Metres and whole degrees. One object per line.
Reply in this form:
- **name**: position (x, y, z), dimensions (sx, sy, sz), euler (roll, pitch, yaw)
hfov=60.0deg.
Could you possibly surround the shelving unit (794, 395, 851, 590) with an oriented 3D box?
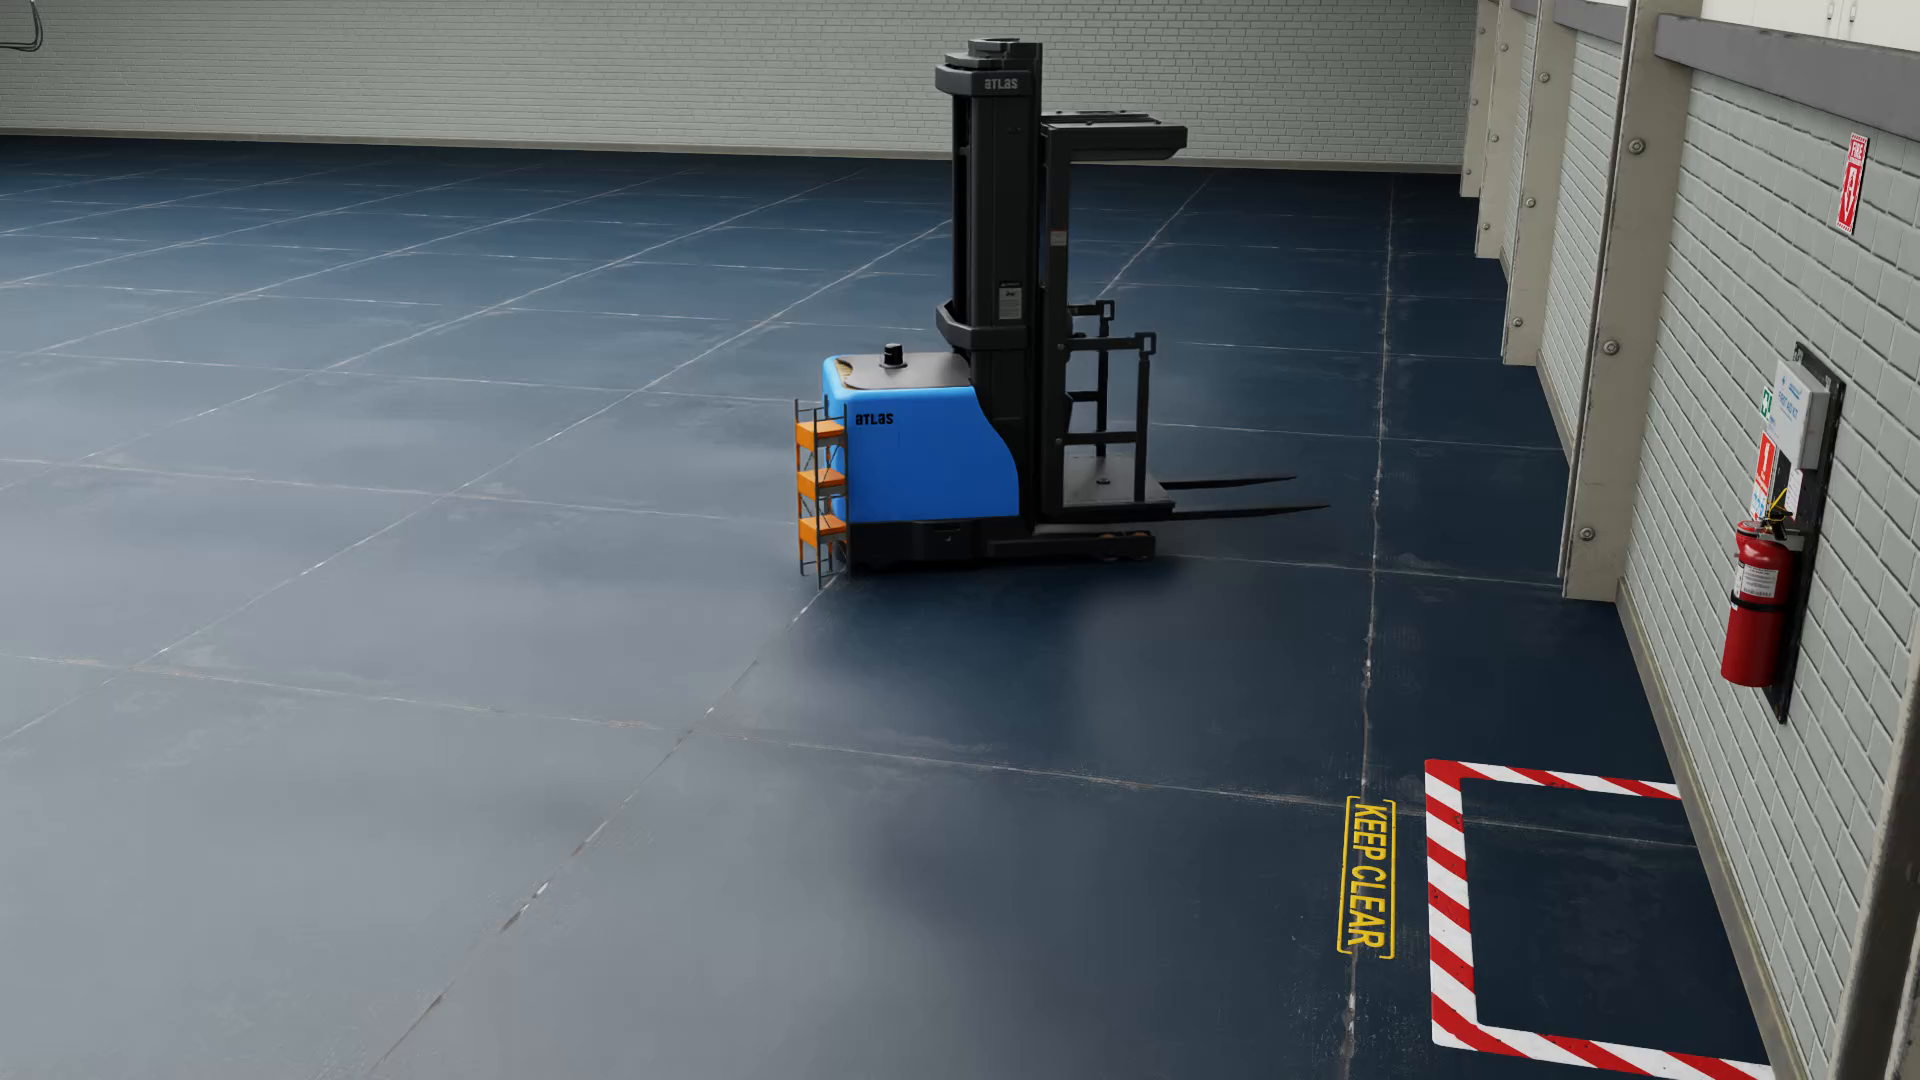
- **shelving unit**: position (-0.771, -0.268, 9.349), dimensions (0.215, 1.050, 0.252), euler (-10, 21, -28)

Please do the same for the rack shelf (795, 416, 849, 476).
- **rack shelf**: position (-0.771, -0.527, 9.260), dimensions (0.215, 0.259, 0.240), euler (-10, 21, -28)

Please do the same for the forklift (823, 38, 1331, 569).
- **forklift**: position (0.714, -1.421, 9.813), dimensions (3.031, 2.935, 1.130), euler (-3, 19, -8)

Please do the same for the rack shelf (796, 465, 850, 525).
- **rack shelf**: position (-0.771, -0.258, 9.352), dimensions (0.215, 0.259, 0.240), euler (-10, 21, -28)

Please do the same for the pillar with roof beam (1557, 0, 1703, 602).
- **pillar with roof beam**: position (-0.622, -4.327, 8.935), dimensions (9.100, 9.000, 0.400), euler (5, 19, 13)

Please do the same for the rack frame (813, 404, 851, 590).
- **rack frame**: position (-0.710, -0.234, 9.248), dimensions (0.200, 1.050, 0.008), euler (-10, 21, -28)

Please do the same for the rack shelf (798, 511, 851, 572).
- **rack shelf**: position (-0.771, 0.005, 9.442), dimensions (0.215, 0.259, 0.240), euler (-10, 21, -28)

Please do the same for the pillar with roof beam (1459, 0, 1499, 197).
- **pillar with roof beam**: position (3.776, -9.969, 25.453), dimensions (9.100, 9.000, 0.400), euler (5, 19, 13)

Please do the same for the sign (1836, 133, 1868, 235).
- **sign**: position (2.826, -1.131, 5.272), dimensions (0.001, 0.298, 0.199), euler (5, 19, 13)

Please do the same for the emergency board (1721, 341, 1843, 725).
- **emergency board**: position (2.728, -0.039, 5.662), dimensions (0.194, 1.169, 0.643), euler (5, 19, 13)

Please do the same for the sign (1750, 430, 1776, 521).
- **sign**: position (2.963, -0.221, 6.140), dimensions (0.001, 0.329, 0.234), euler (5, 19, 13)

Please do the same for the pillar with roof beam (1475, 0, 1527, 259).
- **pillar with roof beam**: position (2.310, -8.089, 19.947), dimensions (9.100, 9.000, 0.400), euler (5, 19, 13)

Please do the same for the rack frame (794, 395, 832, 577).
- **rack frame**: position (-0.831, -0.302, 9.449), dimensions (0.200, 1.050, 0.008), euler (-10, 21, -28)

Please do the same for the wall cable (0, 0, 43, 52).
- **wall cable**: position (-20.592, -11.466, 34.640), dimensions (3.097, 2.526, 0.112), euler (5, 19, 13)

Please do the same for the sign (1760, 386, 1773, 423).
- **sign**: position (2.953, -0.472, 6.052), dimensions (0.001, 0.109, 0.331), euler (5, 19, 13)

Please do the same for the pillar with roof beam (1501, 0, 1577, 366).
- **pillar with roof beam**: position (0.844, -6.208, 14.441), dimensions (9.100, 9.000, 0.400), euler (5, 19, 13)
